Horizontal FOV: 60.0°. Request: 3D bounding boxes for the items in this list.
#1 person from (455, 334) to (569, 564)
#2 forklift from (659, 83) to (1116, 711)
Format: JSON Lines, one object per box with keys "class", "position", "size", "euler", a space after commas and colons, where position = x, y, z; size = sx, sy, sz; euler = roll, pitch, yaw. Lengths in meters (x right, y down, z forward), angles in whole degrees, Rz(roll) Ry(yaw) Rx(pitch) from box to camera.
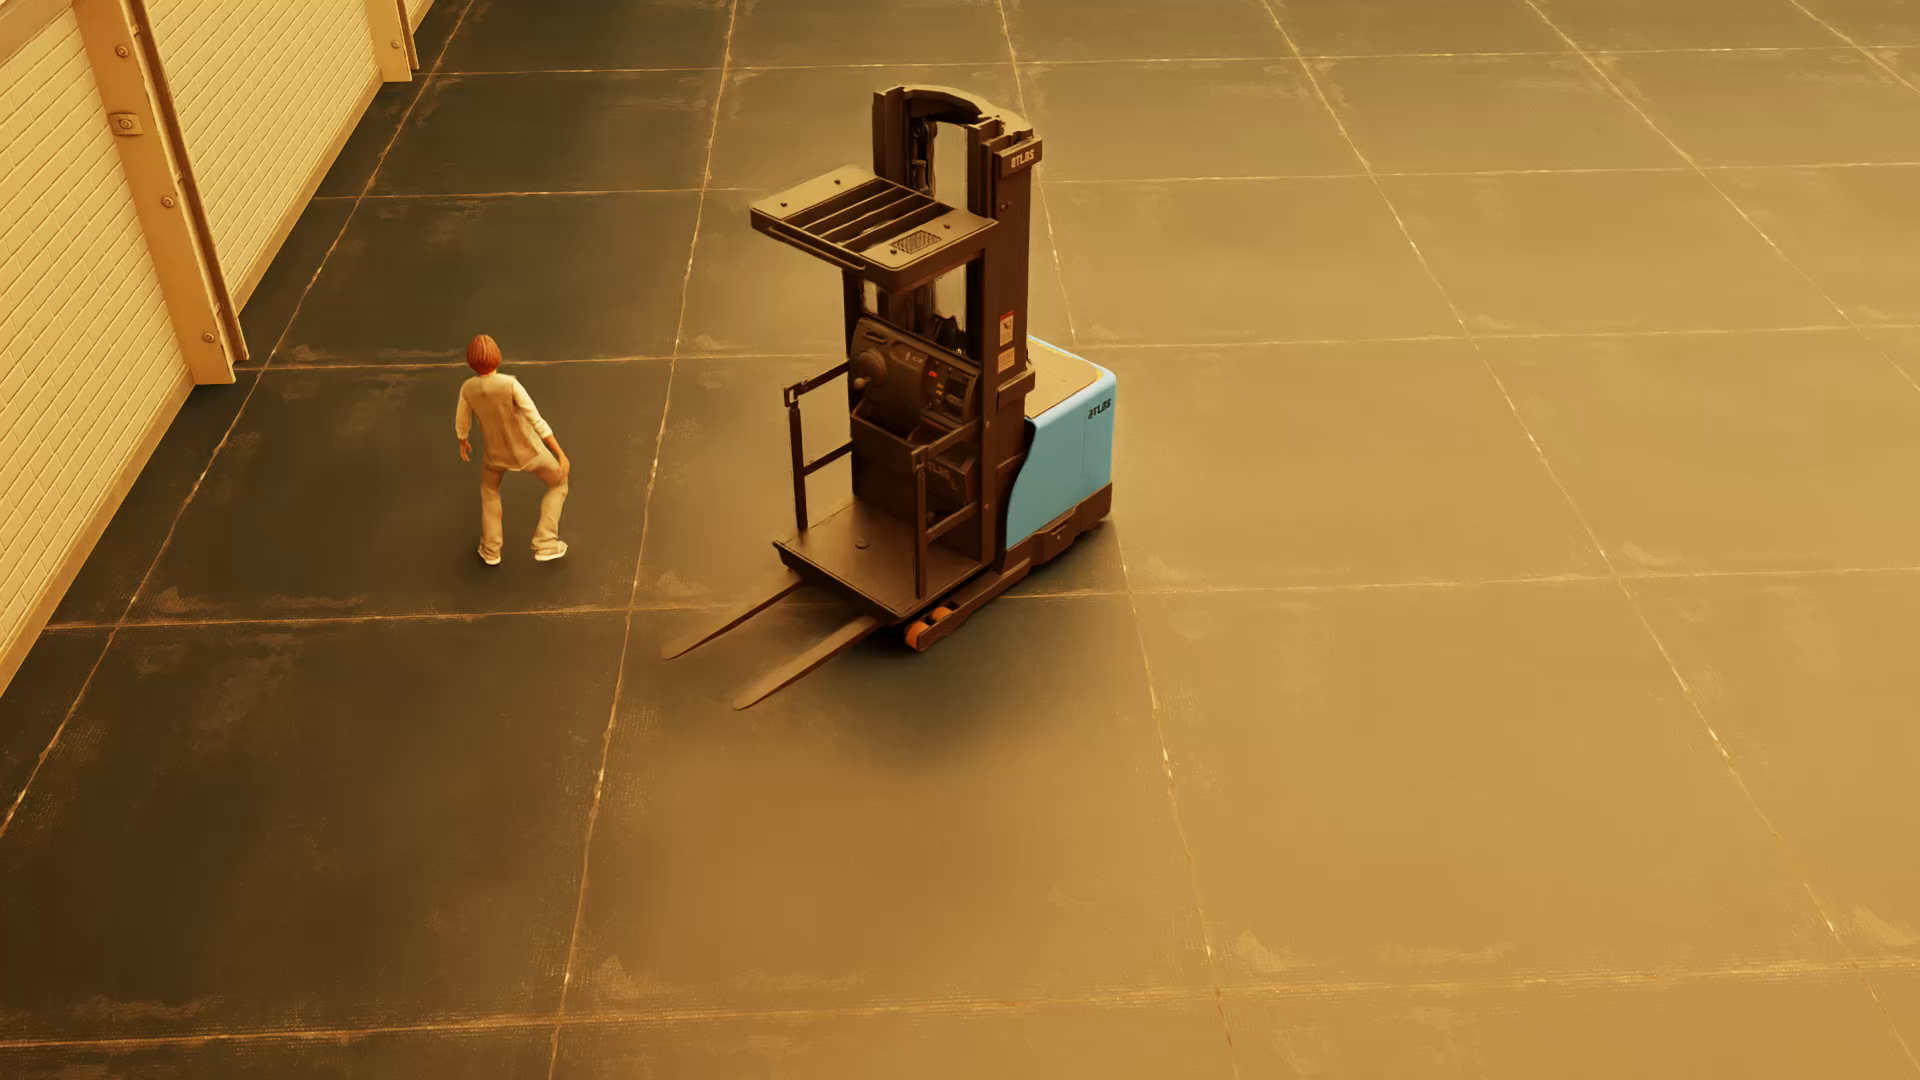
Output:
{"class": "person", "position": [-2.670, -0.521, 9.940], "size": [0.754, 1.512, 0.450], "euler": [7, 37, 10]}
{"class": "forklift", "position": [-0.405, -0.884, 9.224], "size": [1.130, 2.935, 3.031], "euler": [29, 45, 33]}
